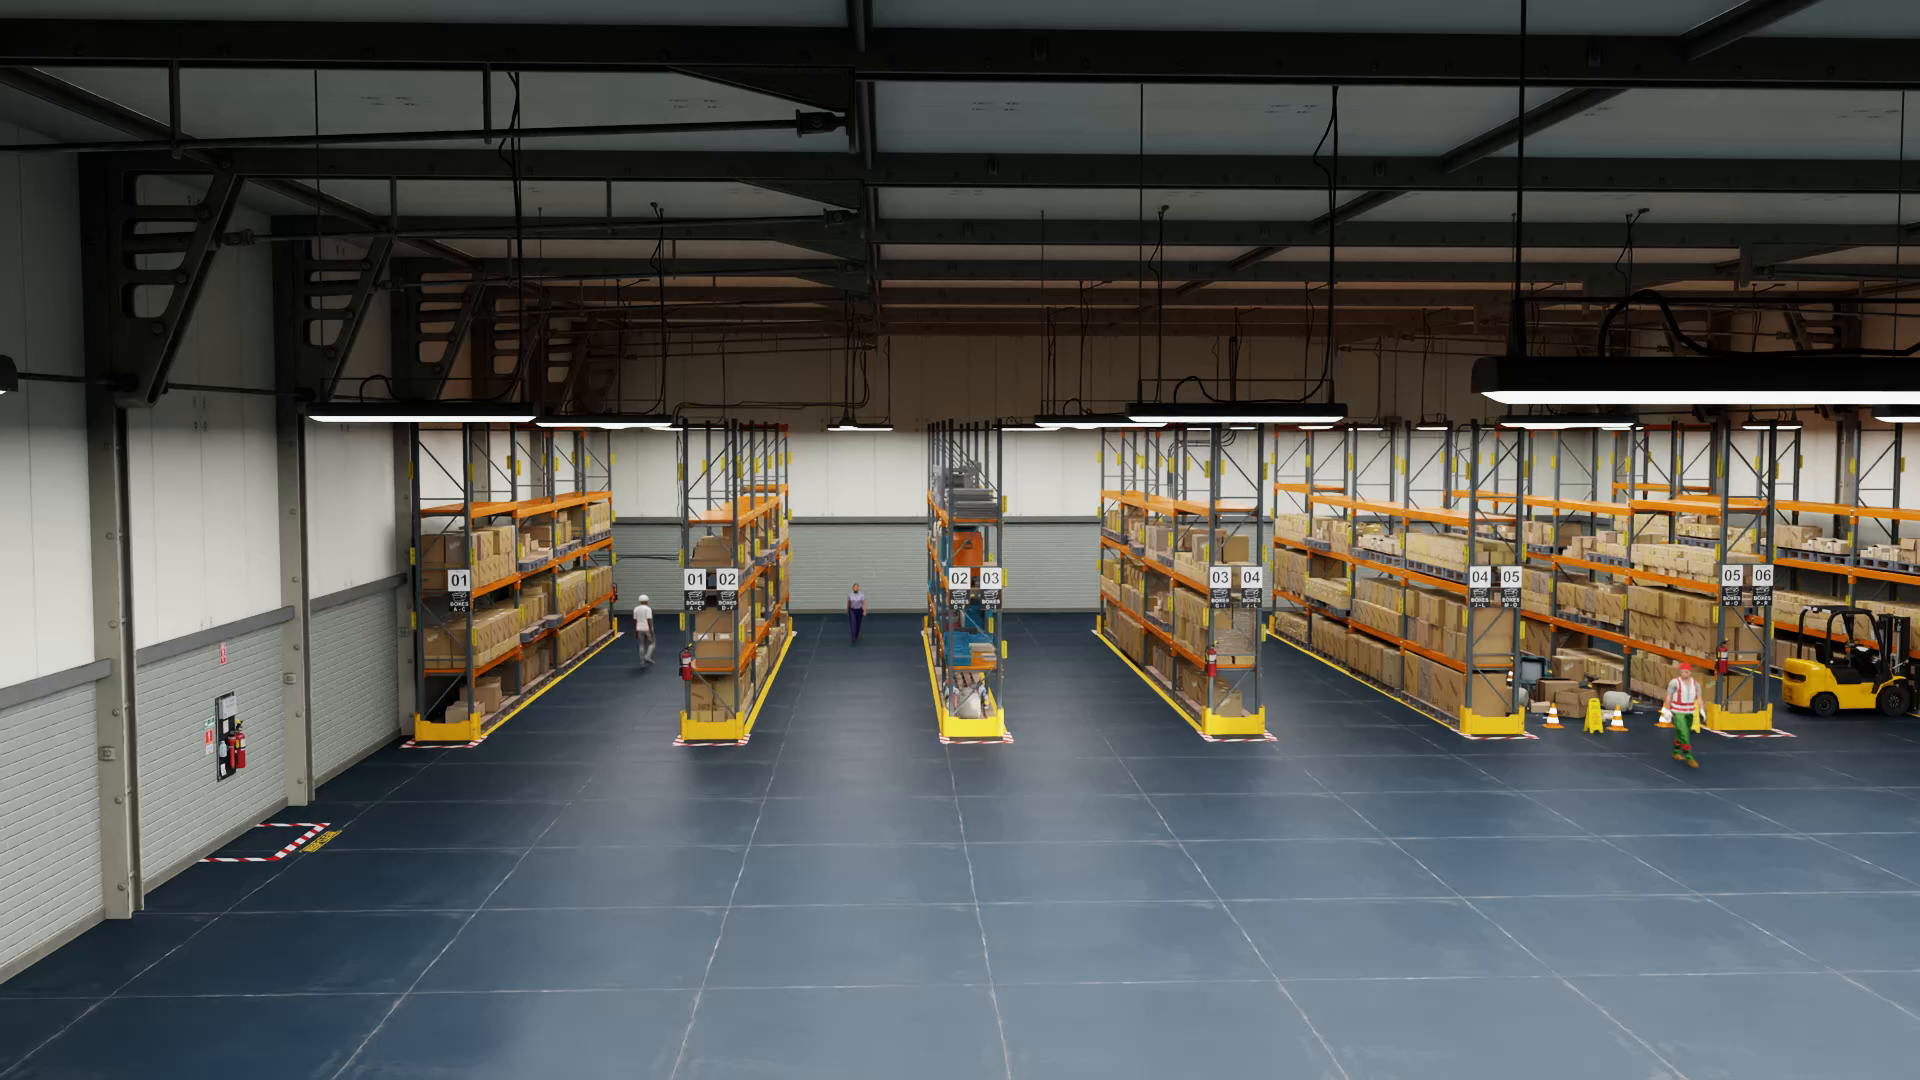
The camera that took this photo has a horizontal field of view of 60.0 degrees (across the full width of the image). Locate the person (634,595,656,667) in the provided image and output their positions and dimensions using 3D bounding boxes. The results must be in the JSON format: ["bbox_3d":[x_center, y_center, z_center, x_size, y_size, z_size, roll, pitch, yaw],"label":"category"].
[{"bbox_3d":[-7.749,2.224,40.783,0.592,1.753,0.476,1,4,13],"label":"person"}]

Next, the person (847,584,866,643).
[{"bbox_3d":[-2.846,1.990,45.759,0.500,1.582,1.063,-1,4,-12],"label":"person"}]

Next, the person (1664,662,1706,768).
[{"bbox_3d":[12.524,2.982,28.659,0.561,1.744,0.930,-1,4,-8],"label":"person"}]
